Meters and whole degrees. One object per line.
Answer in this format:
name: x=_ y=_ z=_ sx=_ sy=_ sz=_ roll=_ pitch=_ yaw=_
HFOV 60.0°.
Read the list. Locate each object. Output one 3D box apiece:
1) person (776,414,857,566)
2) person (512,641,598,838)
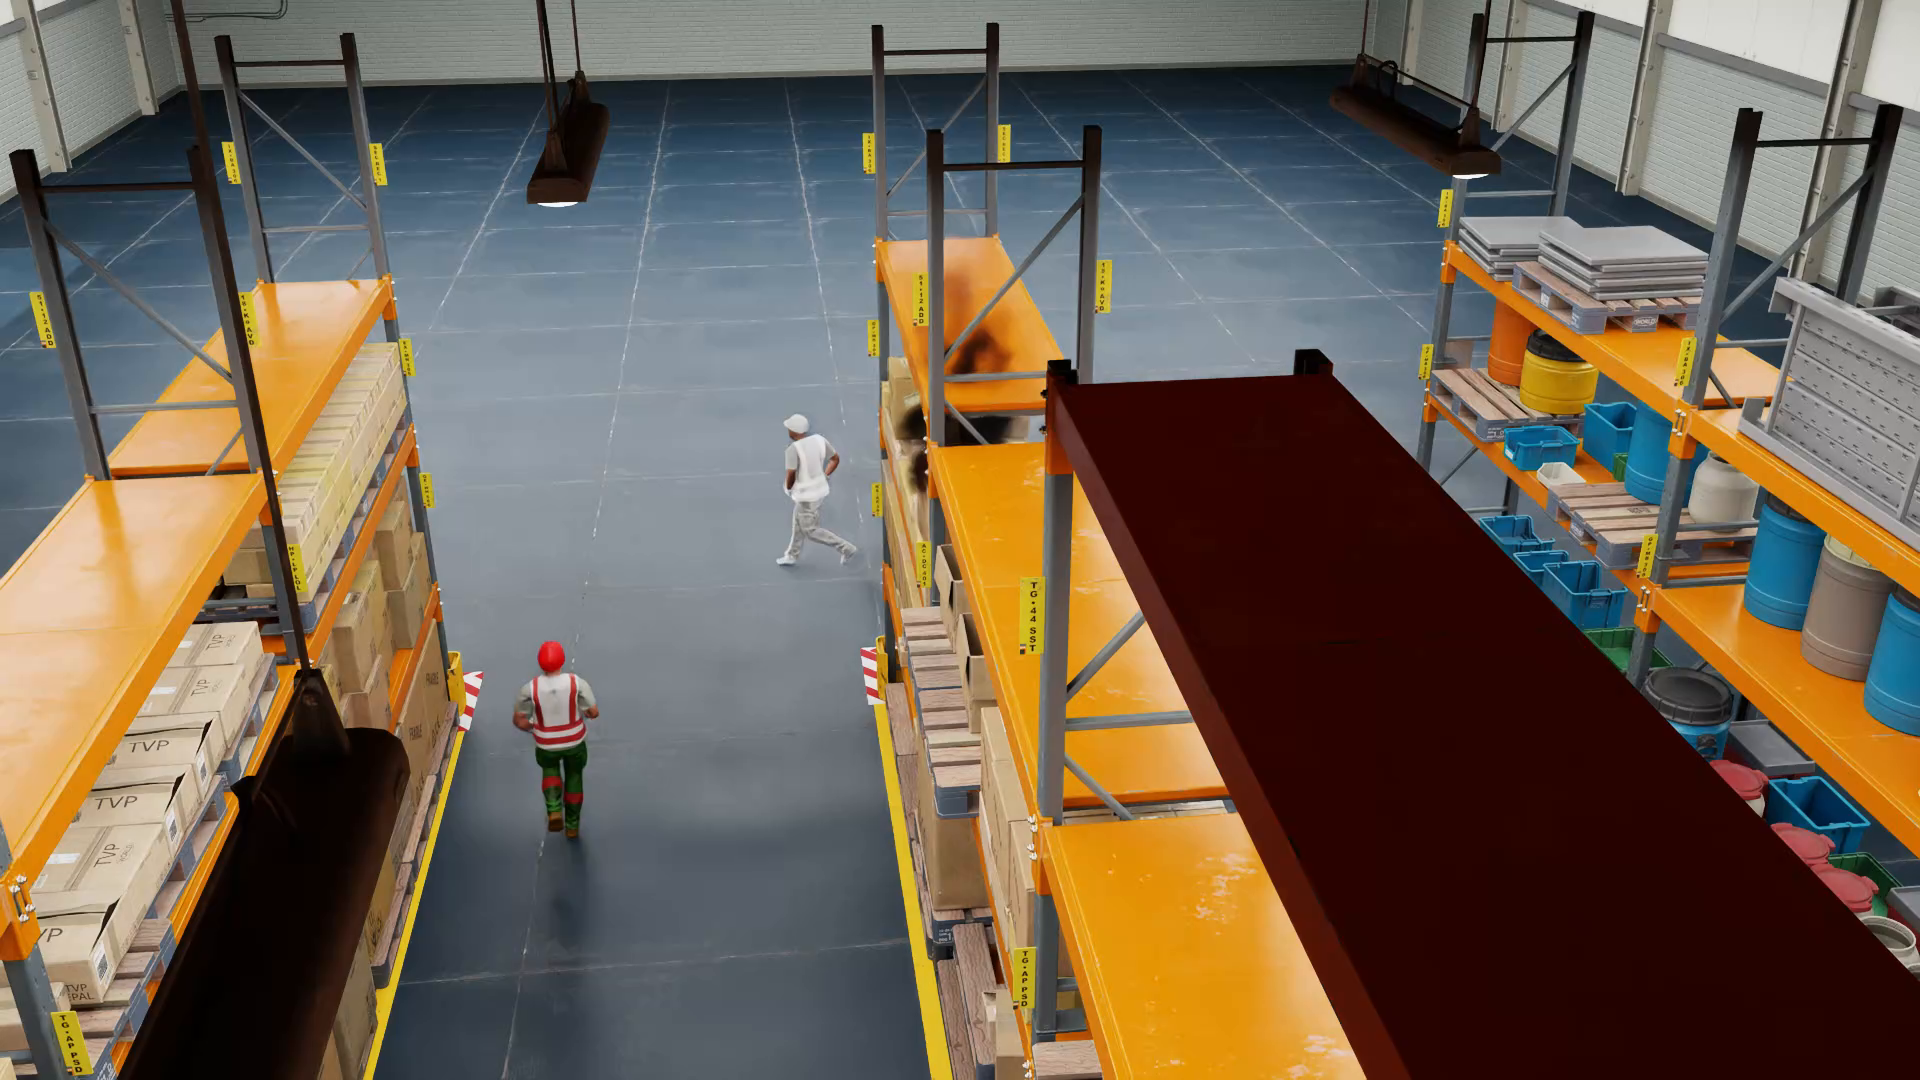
person: x=-1.523 y=-0.441 z=17.432 sx=1.074 sy=1.771 sz=0.679 roll=14 pitch=29 yaw=27
person: x=-3.181 y=1.557 z=13.213 sx=0.649 sy=1.740 sz=0.603 roll=-5 pitch=26 yaw=-10
